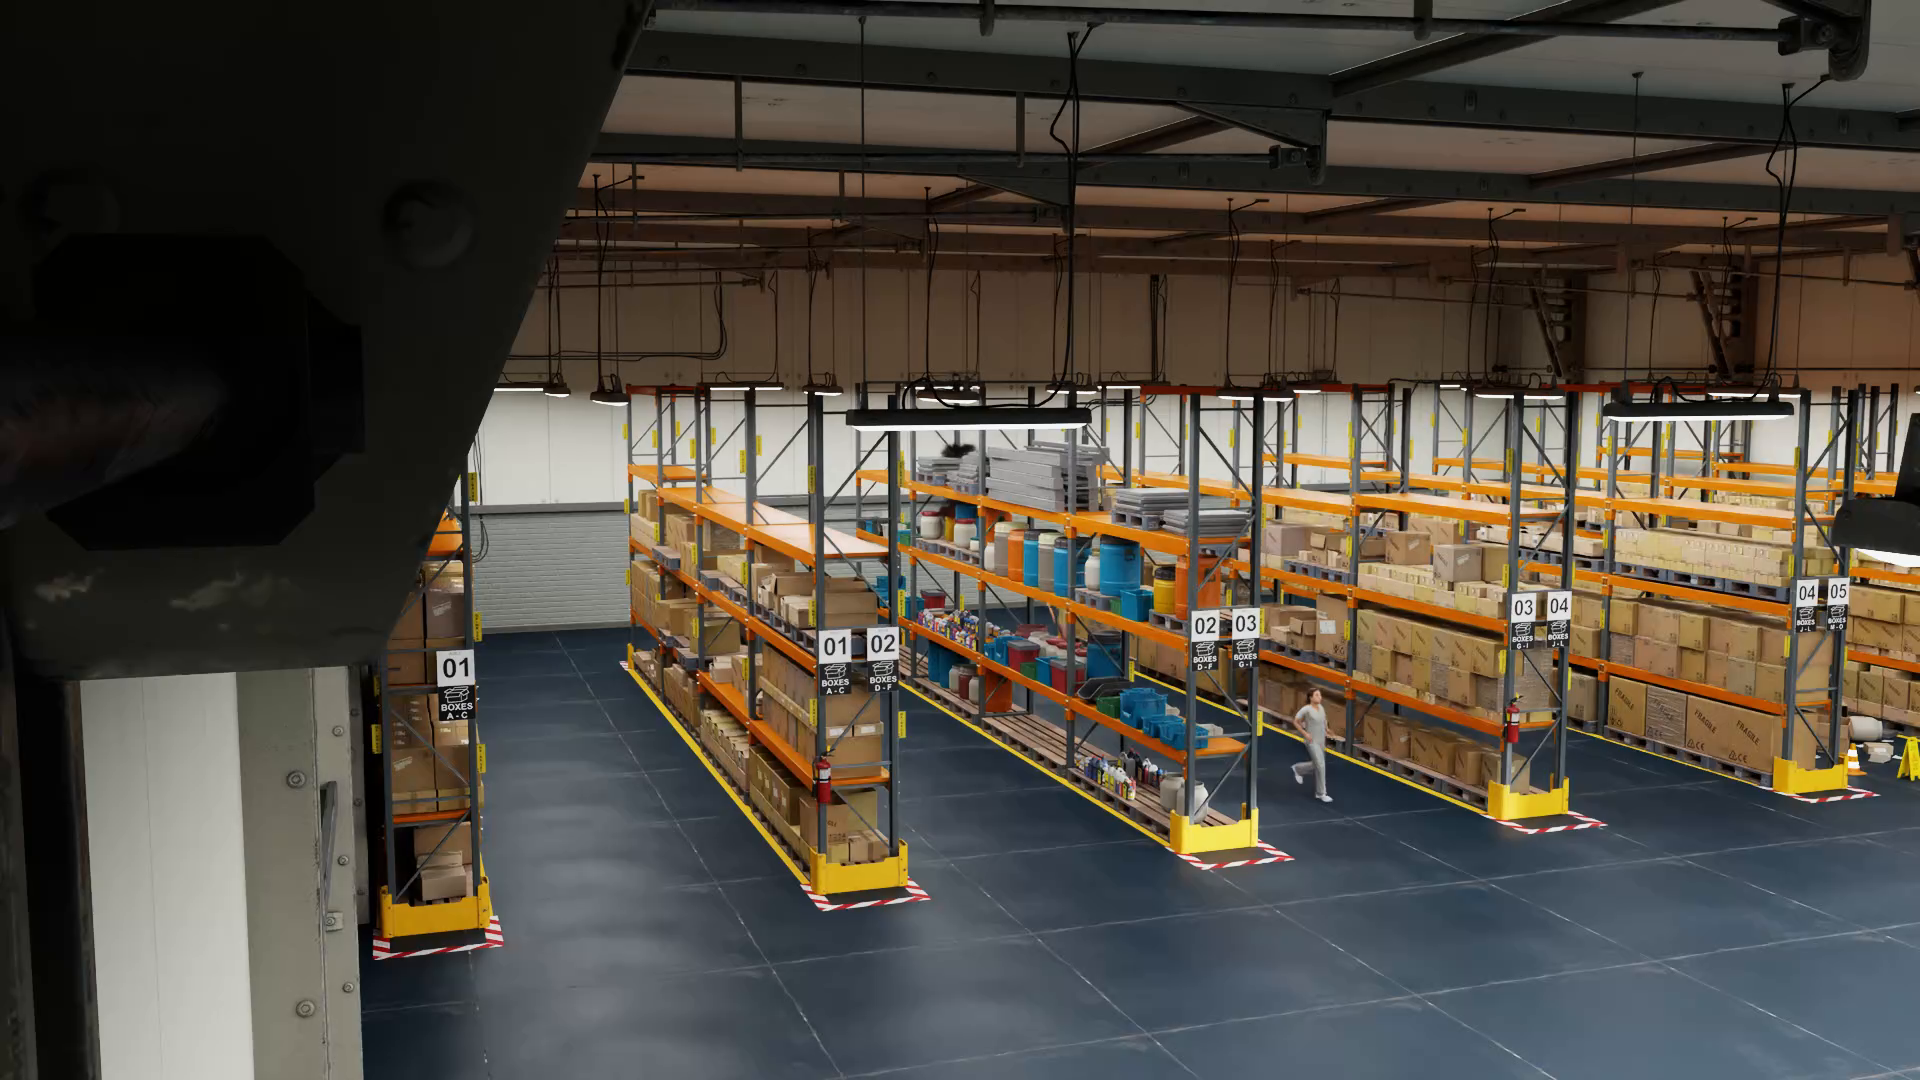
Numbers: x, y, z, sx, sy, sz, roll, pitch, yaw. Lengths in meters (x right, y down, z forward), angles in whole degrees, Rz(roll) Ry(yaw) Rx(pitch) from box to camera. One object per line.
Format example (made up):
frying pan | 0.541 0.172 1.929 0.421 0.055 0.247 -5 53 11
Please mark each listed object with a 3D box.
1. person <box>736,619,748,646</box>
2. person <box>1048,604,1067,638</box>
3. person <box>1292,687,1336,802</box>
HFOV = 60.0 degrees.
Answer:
person | -4.666 1.780 35.671 0.706 1.703 0.636 -6 8 -44
person | 2.137 1.751 33.660 0.547 1.770 0.702 -3 7 -29
person | 5.192 2.990 24.573 0.566 1.657 0.804 -4 7 -37
